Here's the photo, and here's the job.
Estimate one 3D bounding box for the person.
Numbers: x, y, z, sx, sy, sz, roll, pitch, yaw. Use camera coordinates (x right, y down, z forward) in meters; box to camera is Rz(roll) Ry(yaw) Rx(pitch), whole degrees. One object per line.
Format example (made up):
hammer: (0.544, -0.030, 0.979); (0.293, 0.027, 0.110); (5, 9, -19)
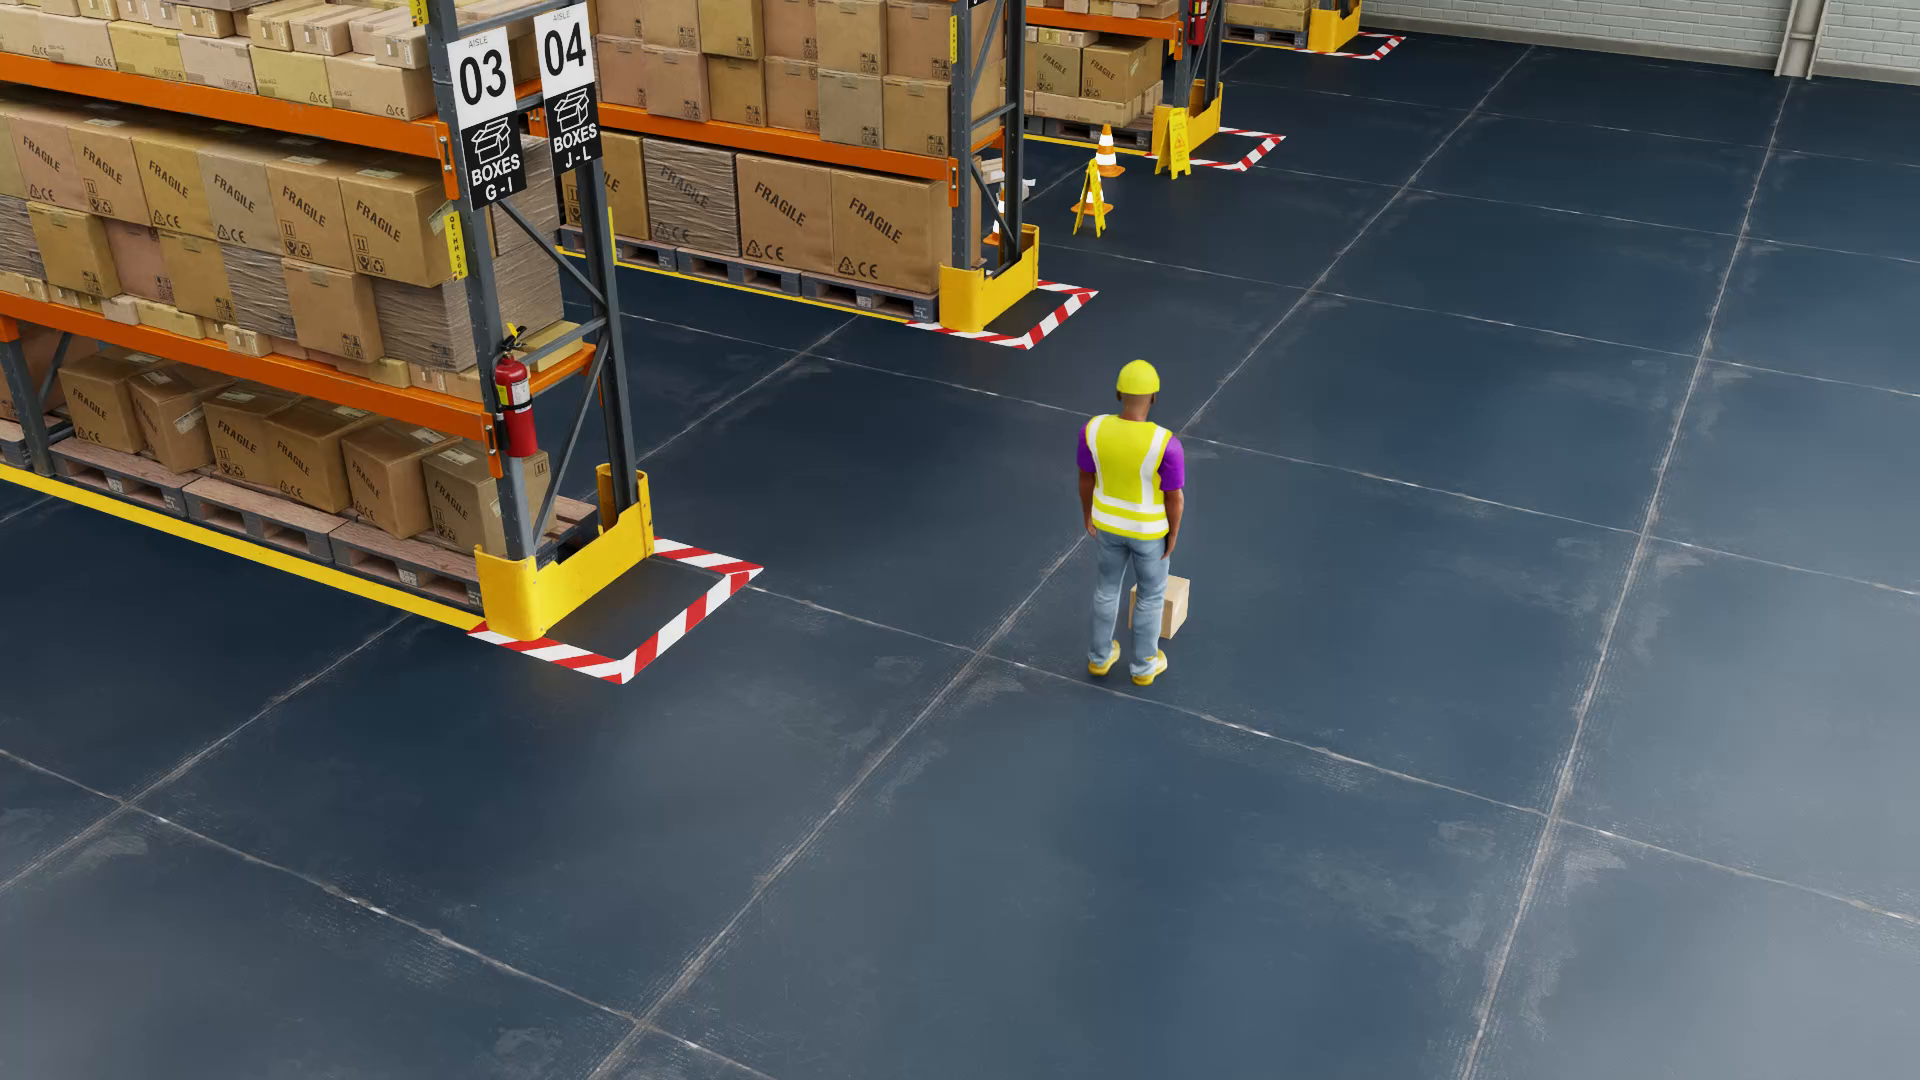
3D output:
person: (0.861, -0.085, 8.423); (0.566, 1.767, 0.363); (15, 33, 24)
